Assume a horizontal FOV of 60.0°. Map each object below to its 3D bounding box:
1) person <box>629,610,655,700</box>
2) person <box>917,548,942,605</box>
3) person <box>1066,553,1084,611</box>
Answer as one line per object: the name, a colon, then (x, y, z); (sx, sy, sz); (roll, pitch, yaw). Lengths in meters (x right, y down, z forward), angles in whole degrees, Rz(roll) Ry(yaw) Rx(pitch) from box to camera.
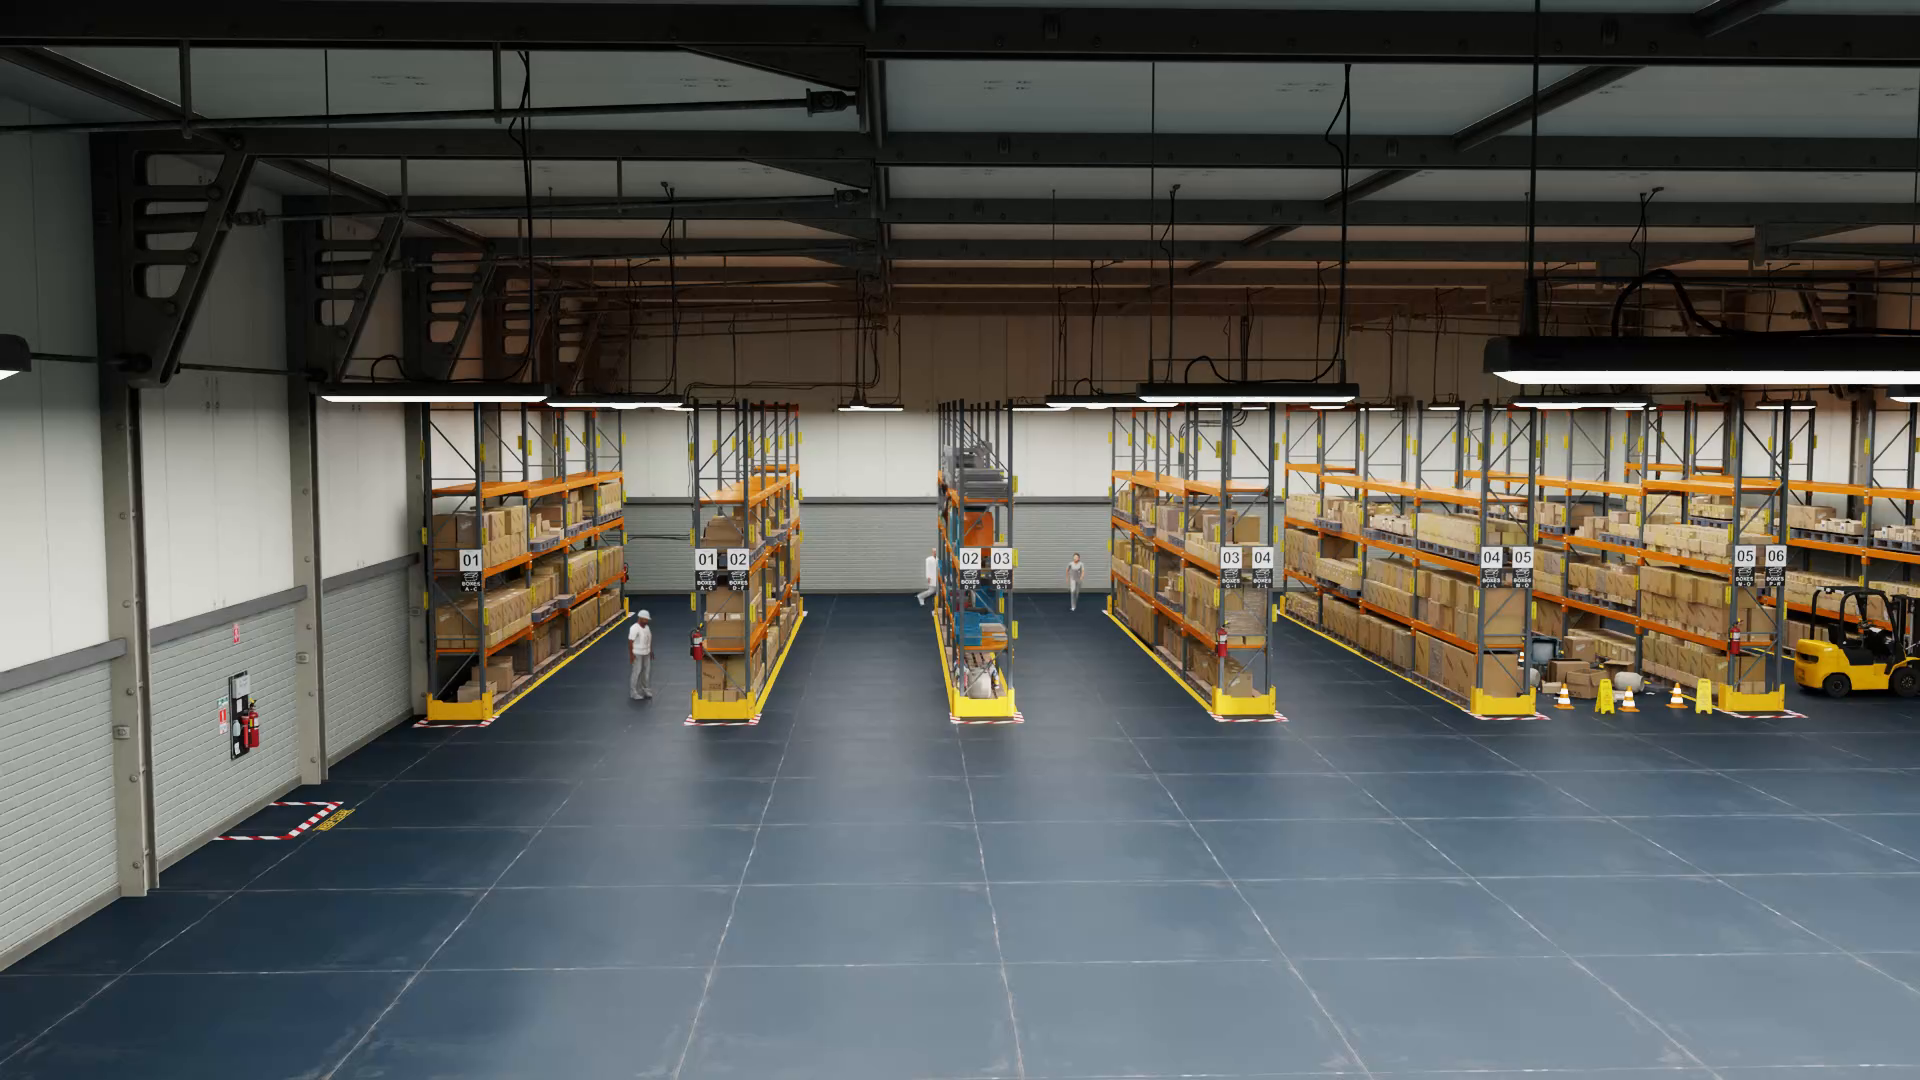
person: (-6.409, 2.294, 33.555); (0.410, 1.770, 0.652); (2, 5, 26)
person: (-0.781, 1.108, 49.219); (0.828, 1.739, 0.648); (3, 5, 30)
person: (3.391, 1.229, 48.751); (0.503, 1.691, 0.853); (0, 4, -7)
